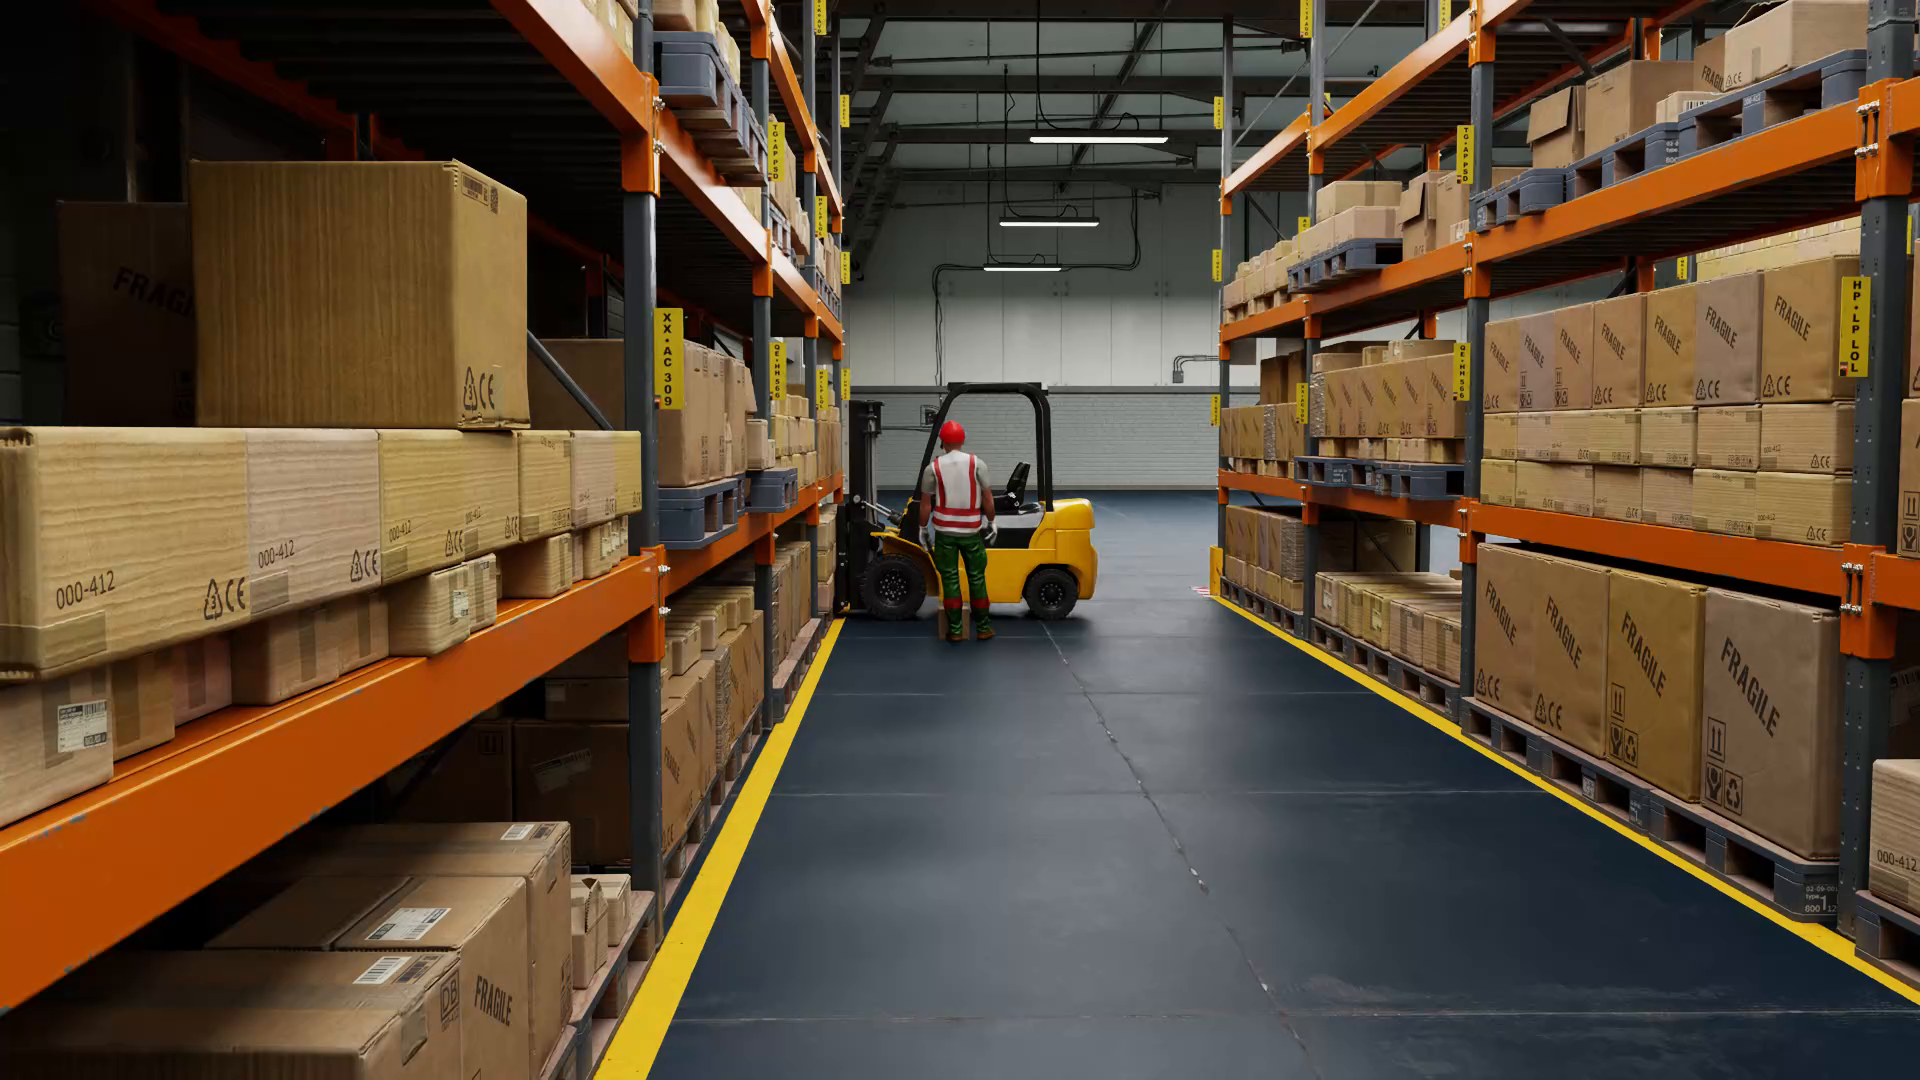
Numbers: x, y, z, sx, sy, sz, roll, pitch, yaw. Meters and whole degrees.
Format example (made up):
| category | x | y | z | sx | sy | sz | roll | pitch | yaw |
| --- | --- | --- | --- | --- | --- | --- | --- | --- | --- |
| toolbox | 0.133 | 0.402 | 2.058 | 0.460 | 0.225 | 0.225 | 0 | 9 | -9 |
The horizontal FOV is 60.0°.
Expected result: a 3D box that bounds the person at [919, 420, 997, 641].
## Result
| category | x | y | z | sx | sy | sz | roll | pitch | yaw |
| --- | --- | --- | --- | --- | --- | --- | --- | --- | --- |
| person | -0.016 | -0.078 | 13.551 | 0.638 | 1.787 | 0.565 | 0 | 4 | -1 |
